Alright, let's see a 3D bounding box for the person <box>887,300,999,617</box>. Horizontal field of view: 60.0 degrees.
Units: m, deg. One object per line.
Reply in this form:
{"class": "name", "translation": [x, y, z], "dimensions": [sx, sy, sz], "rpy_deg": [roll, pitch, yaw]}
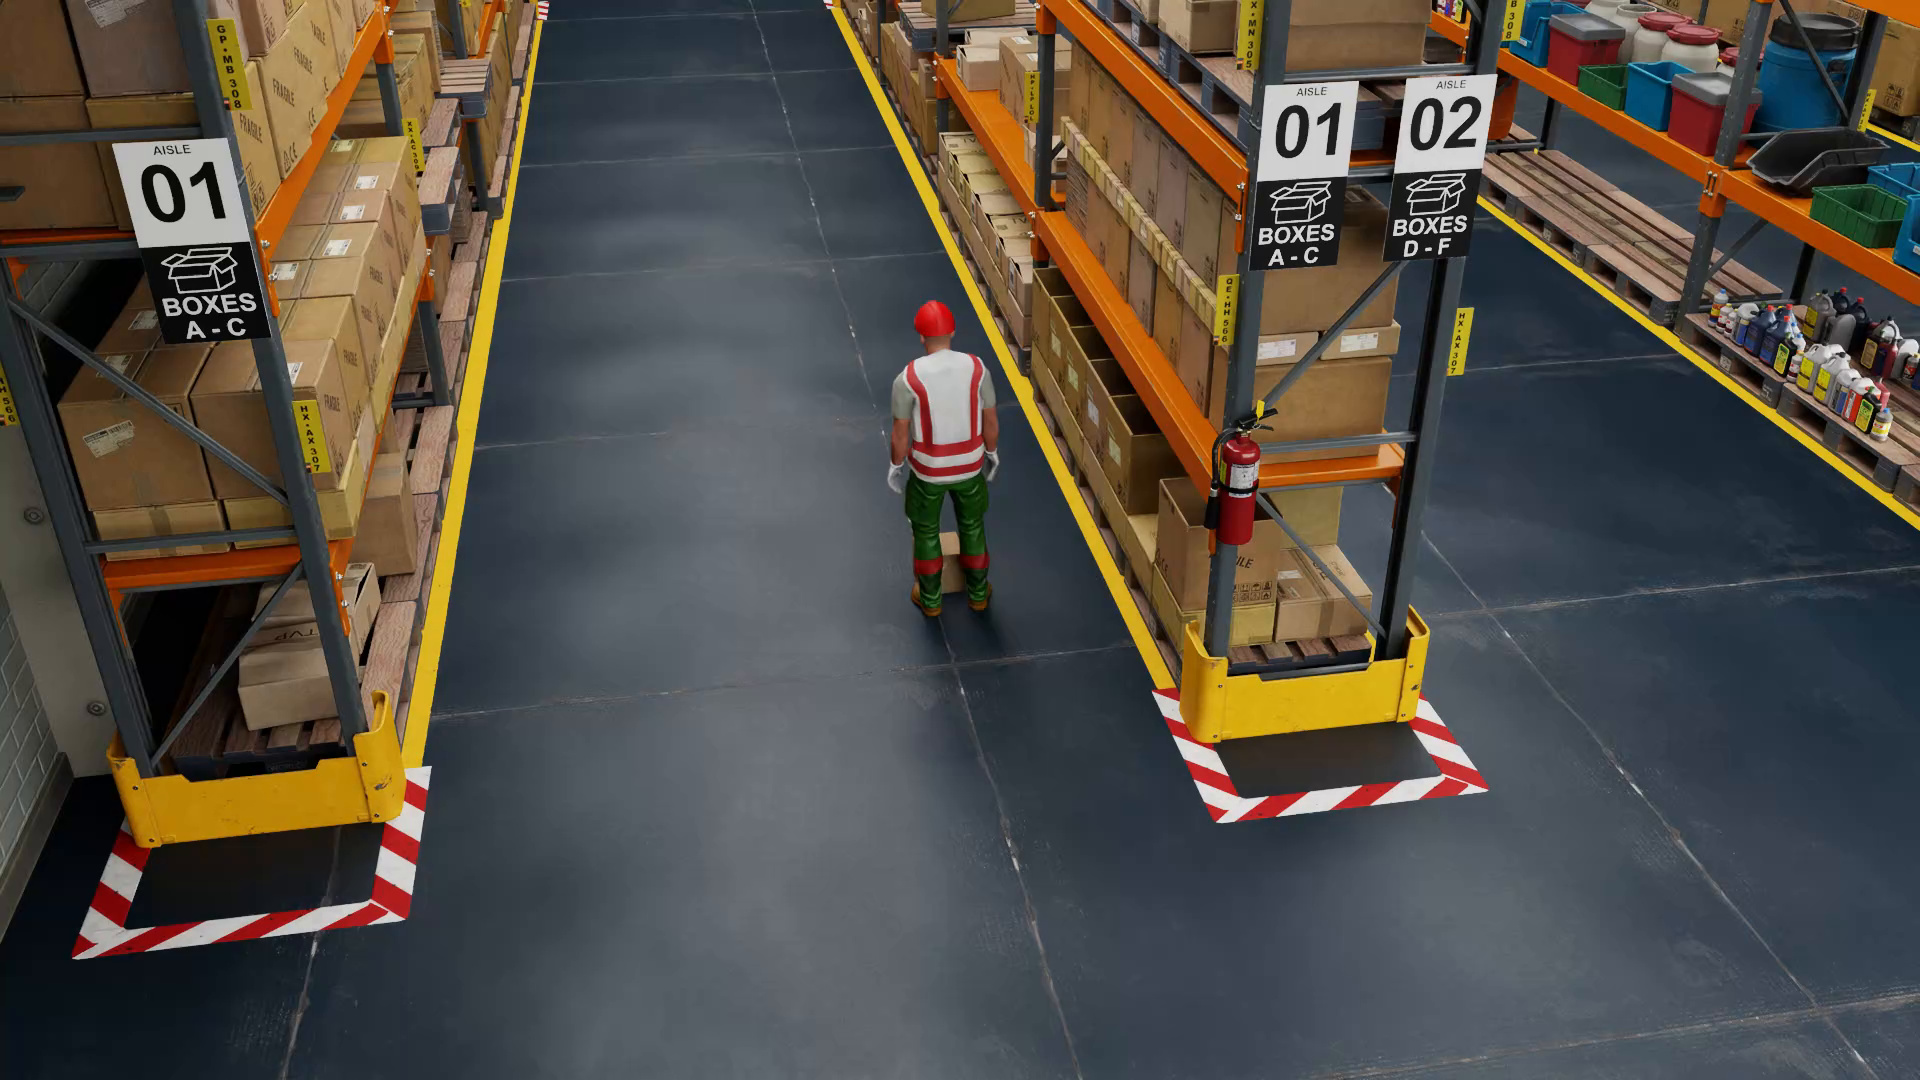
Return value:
{"class": "person", "translation": [-0.087, -0.411, 8.825], "dimensions": [0.616, 1.778, 0.453], "rpy_deg": [-7, 31, -12]}
